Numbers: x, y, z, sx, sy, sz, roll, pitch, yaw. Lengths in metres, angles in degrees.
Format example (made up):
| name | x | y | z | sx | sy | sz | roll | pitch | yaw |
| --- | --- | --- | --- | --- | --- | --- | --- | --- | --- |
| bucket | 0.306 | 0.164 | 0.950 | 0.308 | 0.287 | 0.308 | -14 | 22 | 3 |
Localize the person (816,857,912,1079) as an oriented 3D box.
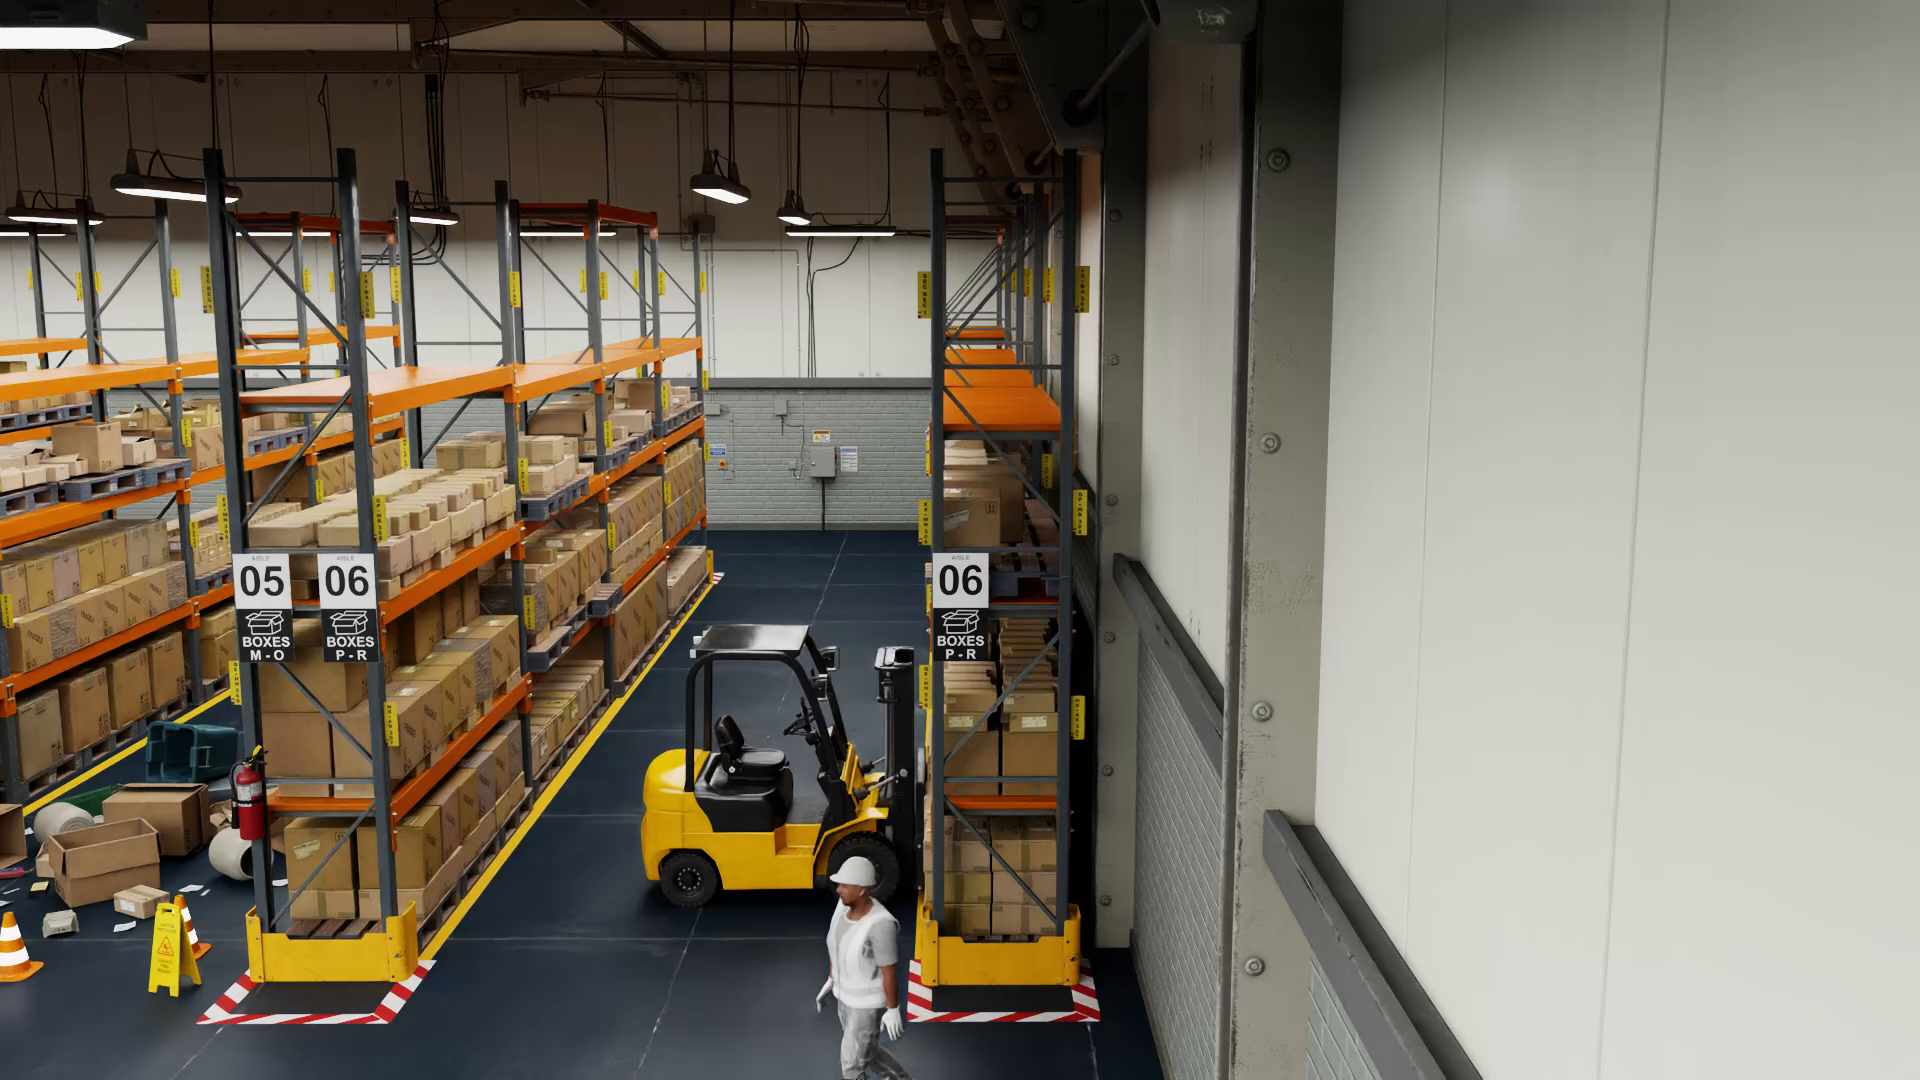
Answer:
| name | x | y | z | sx | sy | sz | roll | pitch | yaw |
| --- | --- | --- | --- | --- | --- | --- | --- | --- | --- |
| person | -0.558 | 2.726 | 9.904 | 0.826 | 1.772 | 0.545 | -5 | 11 | -30 |
